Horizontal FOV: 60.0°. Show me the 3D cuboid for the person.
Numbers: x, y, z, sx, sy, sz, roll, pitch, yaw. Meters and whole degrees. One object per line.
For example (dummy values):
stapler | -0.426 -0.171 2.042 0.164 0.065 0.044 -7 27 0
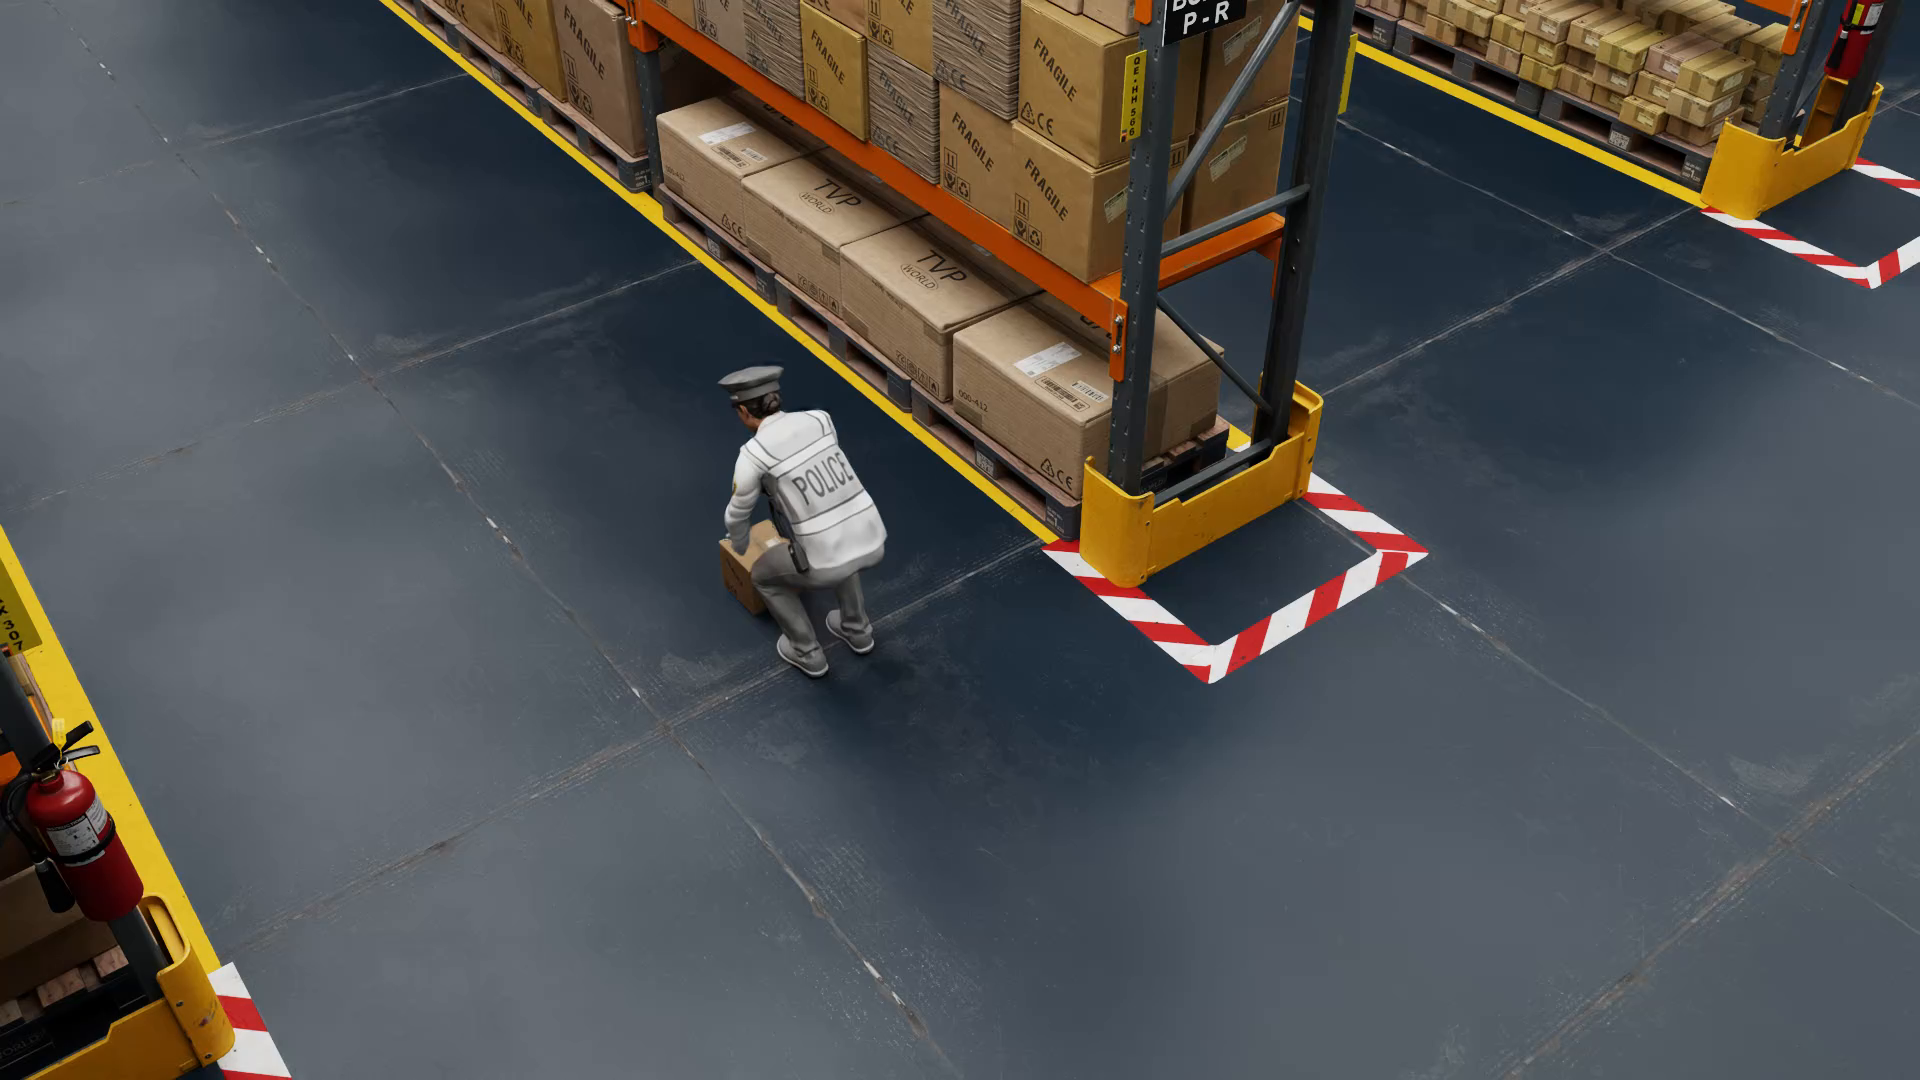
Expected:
person | -0.633 -0.055 6.534 0.531 1.263 0.765 -26 47 -27
